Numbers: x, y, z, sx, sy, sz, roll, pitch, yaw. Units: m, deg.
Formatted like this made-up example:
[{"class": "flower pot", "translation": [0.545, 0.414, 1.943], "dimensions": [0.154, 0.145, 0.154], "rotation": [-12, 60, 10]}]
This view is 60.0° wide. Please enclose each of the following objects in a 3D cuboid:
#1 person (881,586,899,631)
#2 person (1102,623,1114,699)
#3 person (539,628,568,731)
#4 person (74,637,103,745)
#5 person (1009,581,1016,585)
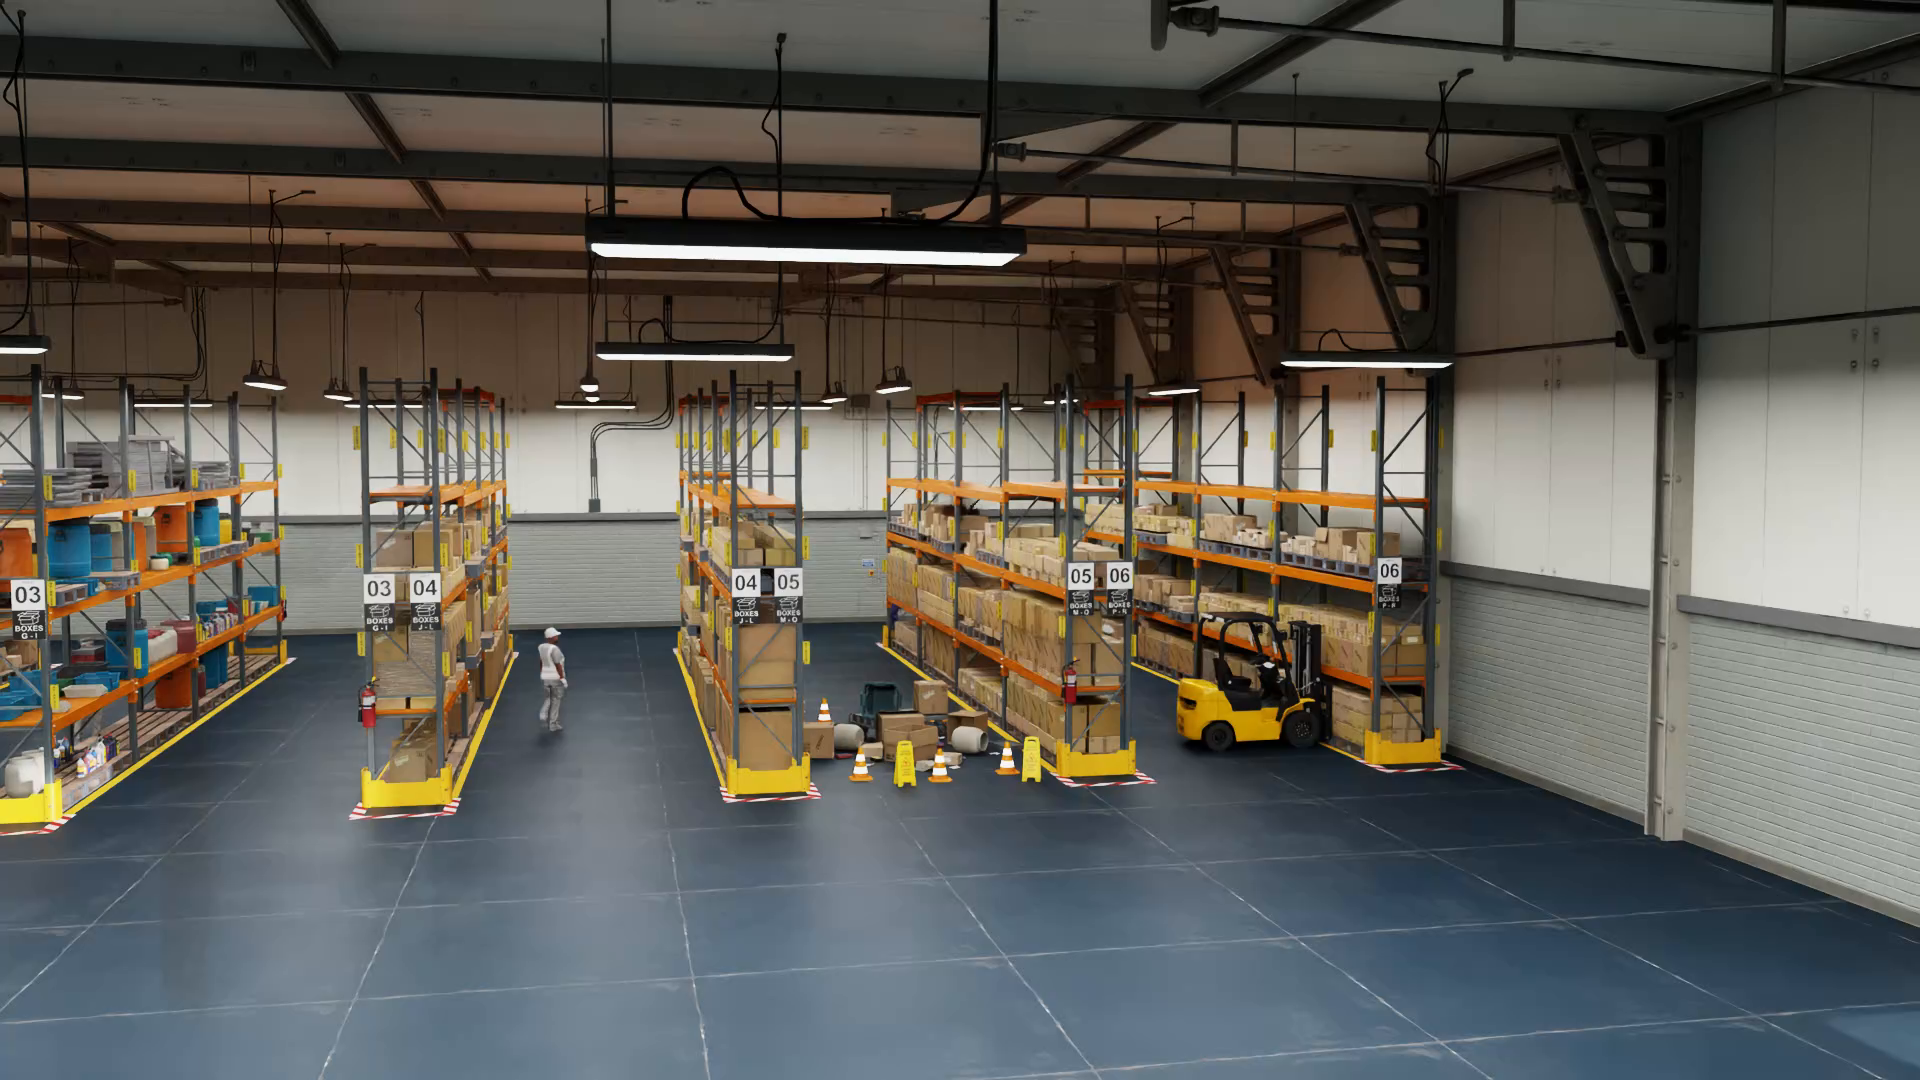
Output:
[{"class": "person", "translation": [-1.745, 1.632, 42.770], "dimensions": [0.549, 1.670, 0.453], "rotation": [-1, 4, -20]}, {"class": "person", "translation": [2.599, 2.347, 30.075], "dimensions": [0.496, 1.697, 0.806], "rotation": [-1, 4, -14]}, {"class": "person", "translation": [-6.998, 2.395, 28.641], "dimensions": [0.580, 1.795, 0.462], "rotation": [2, 4, 31]}, {"class": "person", "translation": [-14.450, 2.528, 27.609], "dimensions": [0.411, 1.836, 0.586], "rotation": [2, 4, 34]}, {"class": "person", "translation": [1.231, 1.707, 41.105], "dimensions": [0.600, 1.740, 0.417], "rotation": [3, 5, 44]}]
